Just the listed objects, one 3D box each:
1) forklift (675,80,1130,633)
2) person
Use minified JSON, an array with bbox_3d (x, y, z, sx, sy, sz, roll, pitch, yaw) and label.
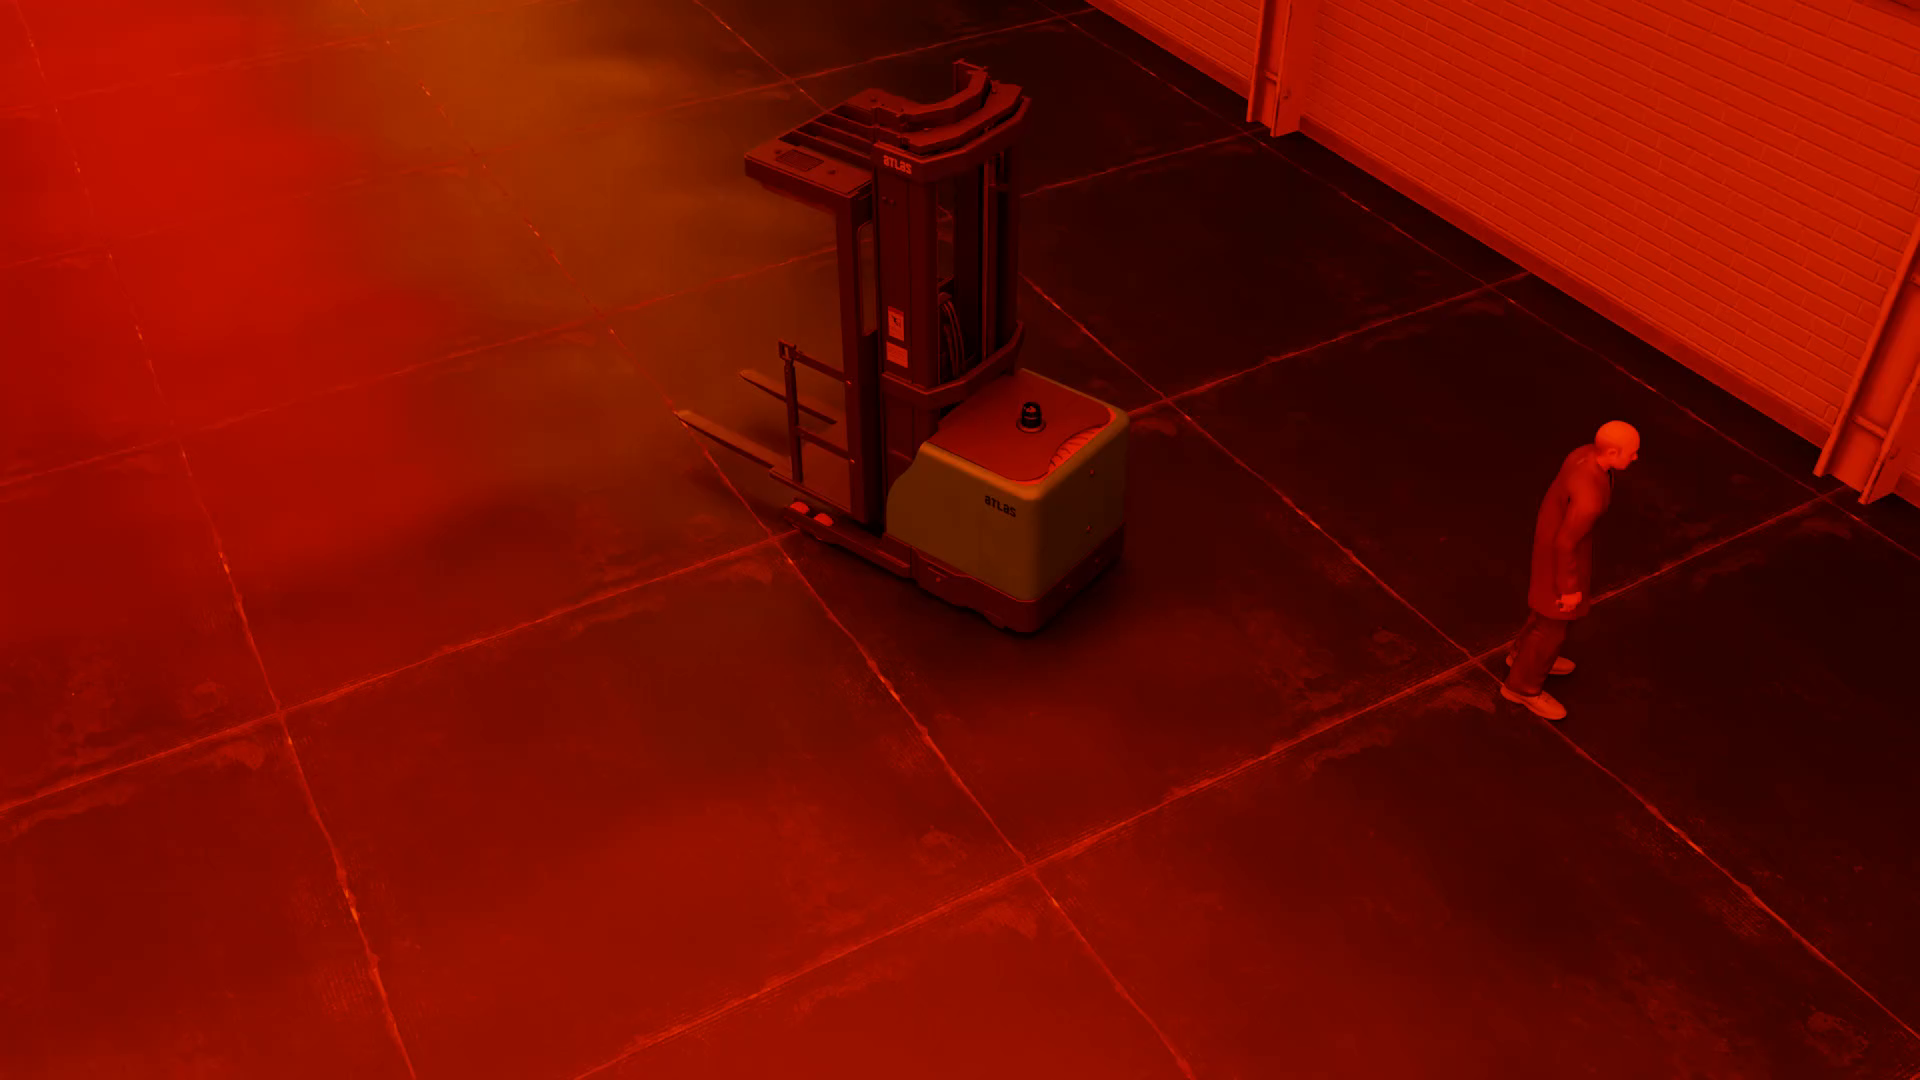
[{"bbox_3d":[-0.482,-1.341,9.703,3.031,2.867,1.129,26,46,28],"label":"forklift"},{"bbox_3d":[3.245,0.114,8.804,0.379,1.774,0.608,14,42,17],"label":"person"}]
